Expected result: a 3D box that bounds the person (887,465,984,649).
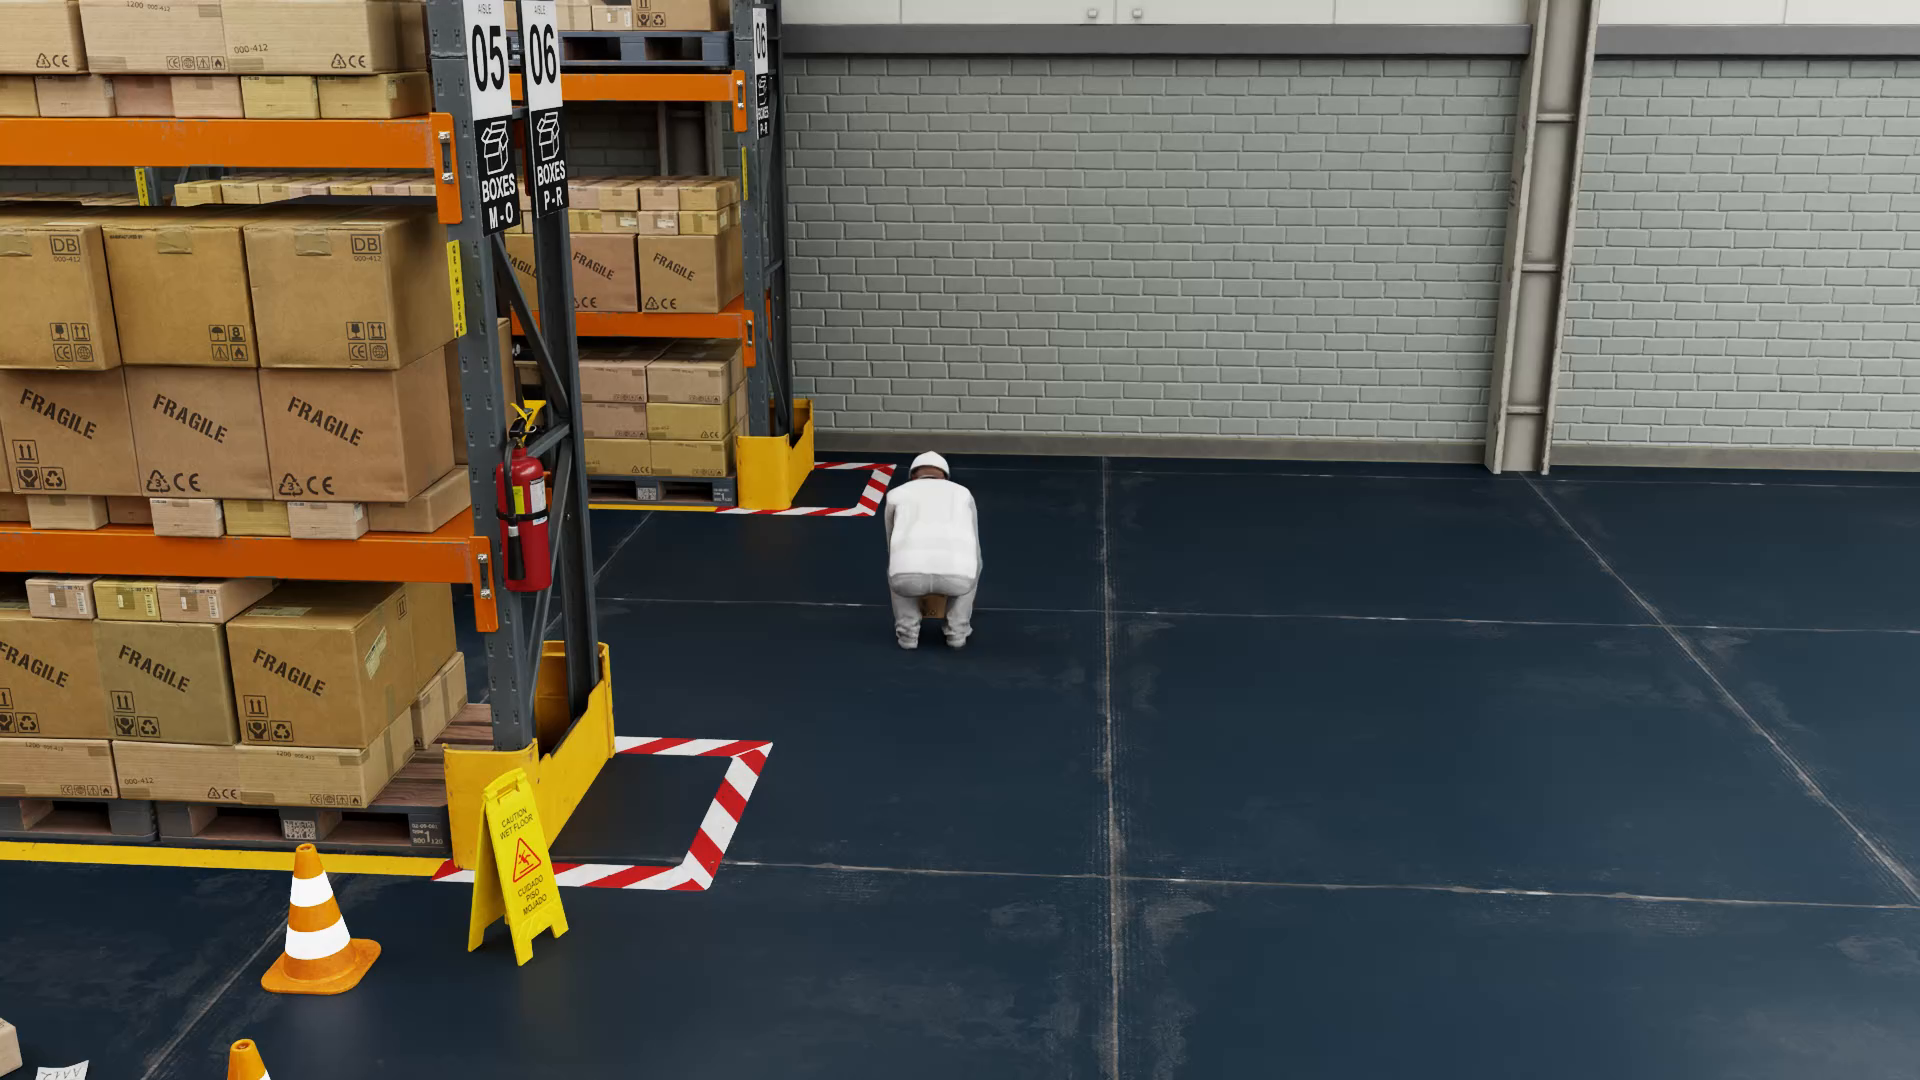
[{"bbox_3d":[-0.138,0.121,8.828,0.520,0.866,0.944,1,17,4],"label":"person"}]
